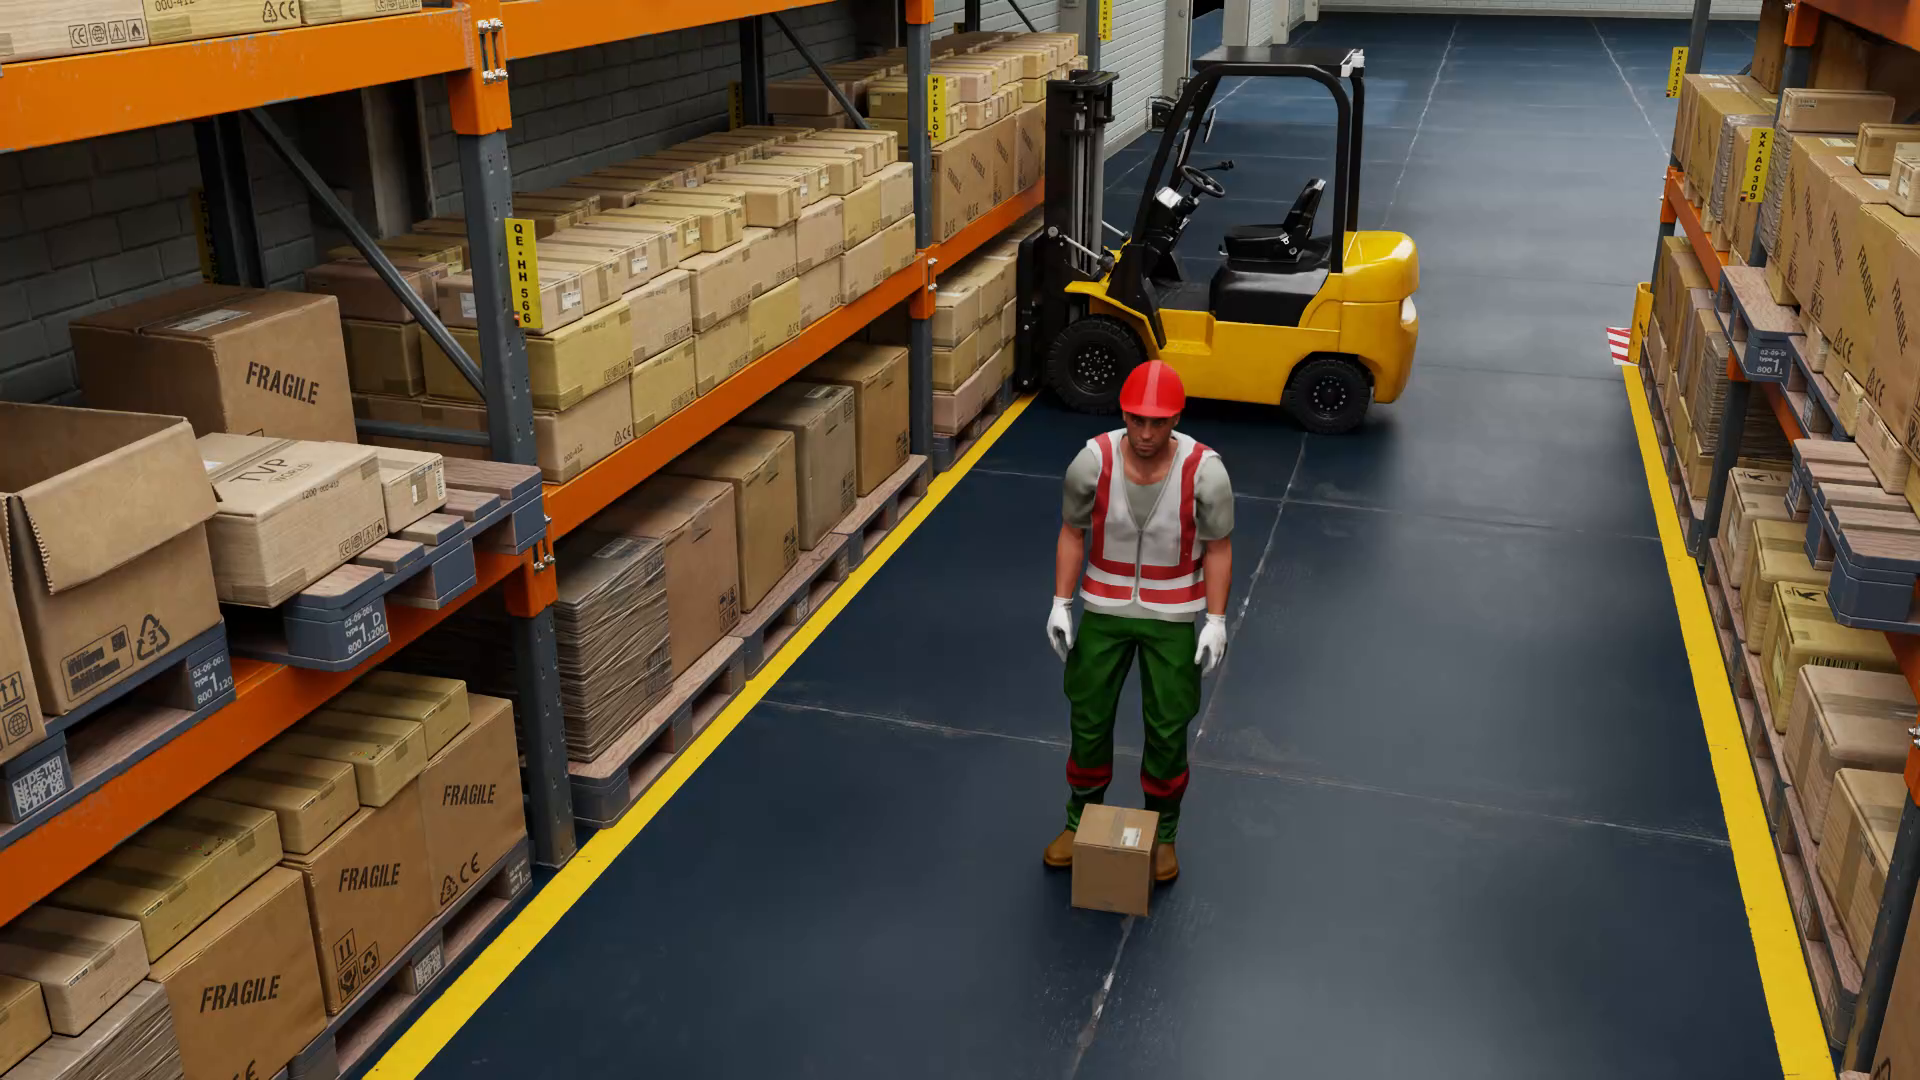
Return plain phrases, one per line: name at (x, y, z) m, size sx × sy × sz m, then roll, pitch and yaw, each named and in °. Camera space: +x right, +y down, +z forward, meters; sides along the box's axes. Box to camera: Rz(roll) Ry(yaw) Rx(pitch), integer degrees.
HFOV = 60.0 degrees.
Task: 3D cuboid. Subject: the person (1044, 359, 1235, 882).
person at (0.578, 0.264, 5.407) m, size 0.595 × 1.778 × 0.449 m, roll 6°, pitch 22°, yaw 14°
